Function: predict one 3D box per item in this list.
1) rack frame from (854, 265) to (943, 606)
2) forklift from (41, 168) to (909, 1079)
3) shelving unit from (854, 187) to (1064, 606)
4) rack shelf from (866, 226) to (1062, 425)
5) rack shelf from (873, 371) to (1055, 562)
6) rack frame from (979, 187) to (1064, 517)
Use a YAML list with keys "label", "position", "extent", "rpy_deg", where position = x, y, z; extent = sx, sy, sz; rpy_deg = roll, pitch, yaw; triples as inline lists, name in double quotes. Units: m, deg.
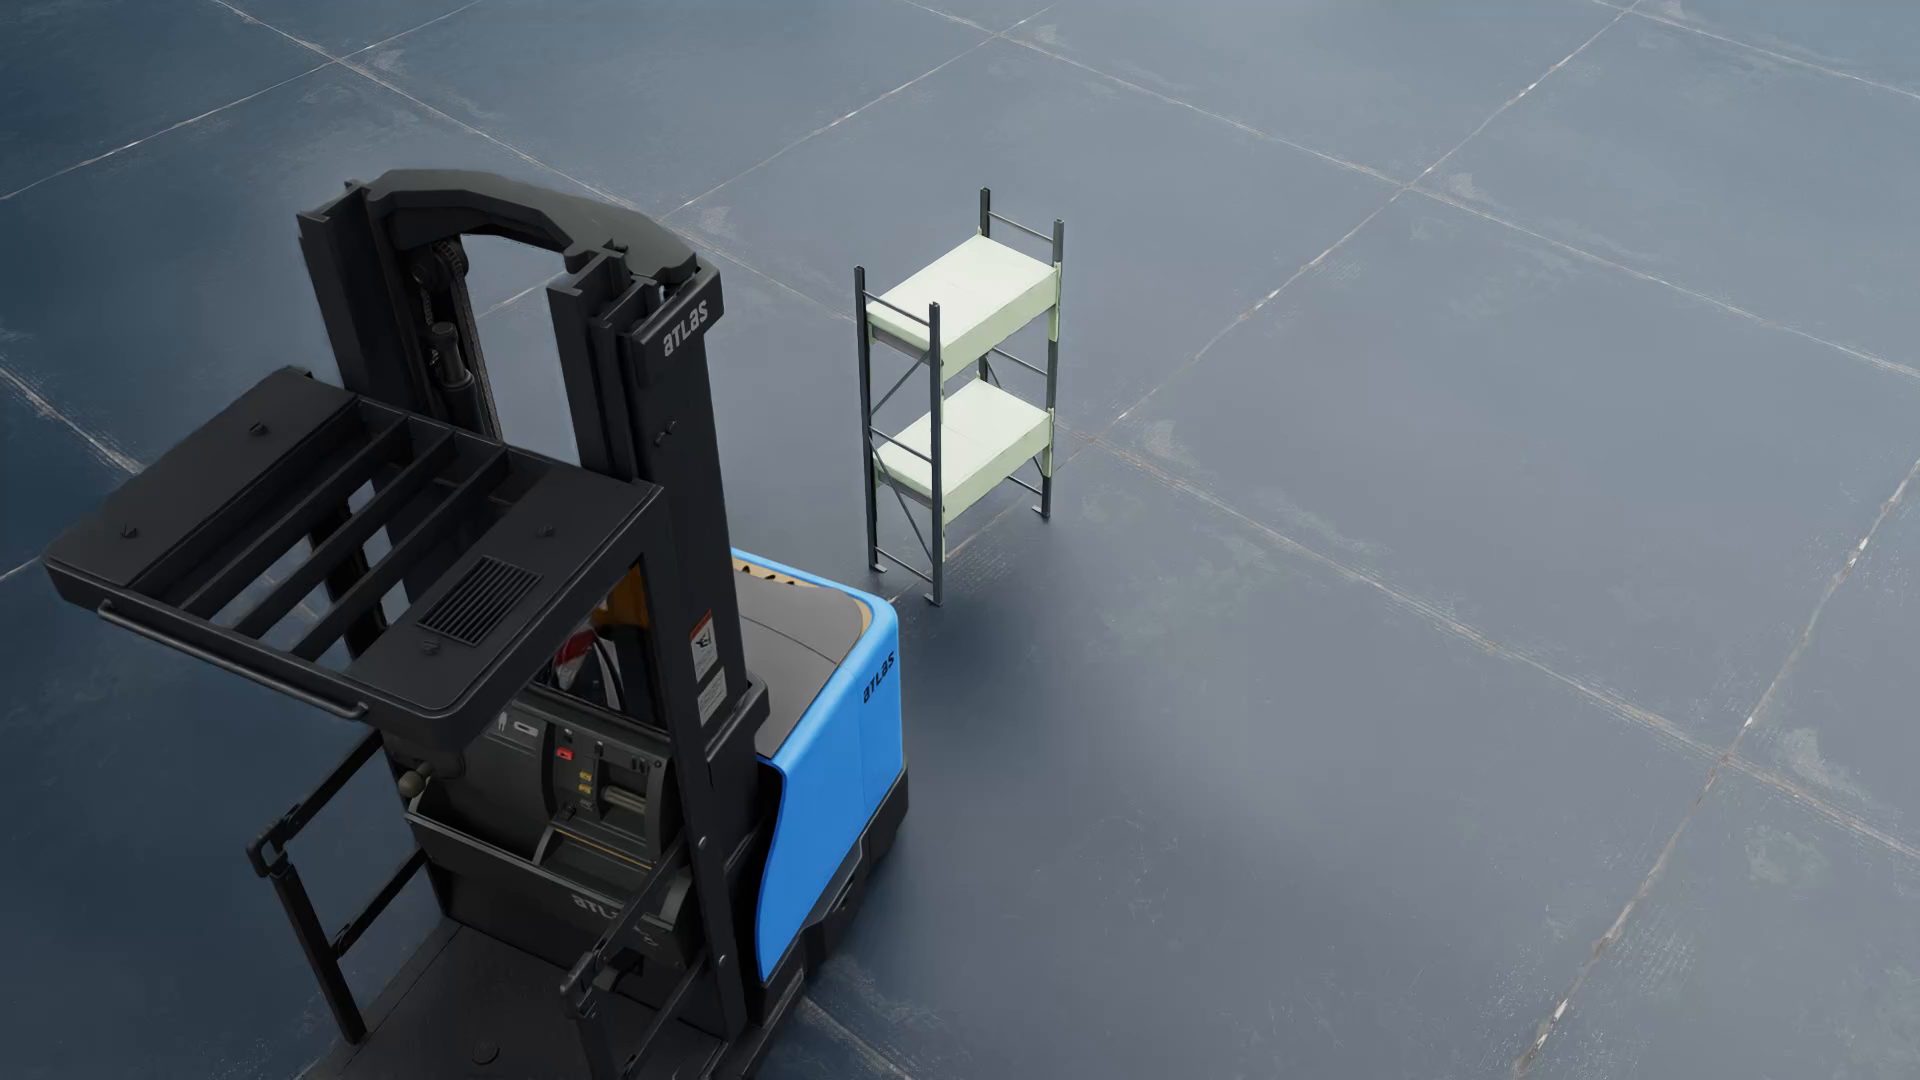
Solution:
- label: "rack frame"
  position: [-0.231, -0.370, 6.542]
  extent: [0.400, 1.500, 0.023]
  rpy_deg: [29, 50, 28]
- label: "forklift"
  position: [-1.275, 0.672, 4.332]
  extent: [1.130, 2.935, 3.031]
  rpy_deg: [18, 45, 18]
- label: "shelving unit"
  position: [0.004, -0.558, 6.749]
  extent: [0.431, 1.500, 0.755]
  rpy_deg: [29, 50, 28]
- label: "rack shelf"
  position: [0.004, -0.847, 6.487]
  extent: [0.431, 0.370, 0.720]
  rpy_deg: [29, 50, 28]
- label: "rack shelf"
  position: [0.004, -0.317, 6.969]
  extent: [0.431, 0.370, 0.720]
  rpy_deg: [29, 50, 28]
- label: "rack frame"
  position: [0.240, -0.747, 6.957]
  extent: [0.400, 1.500, 0.023]
  rpy_deg: [29, 50, 28]
